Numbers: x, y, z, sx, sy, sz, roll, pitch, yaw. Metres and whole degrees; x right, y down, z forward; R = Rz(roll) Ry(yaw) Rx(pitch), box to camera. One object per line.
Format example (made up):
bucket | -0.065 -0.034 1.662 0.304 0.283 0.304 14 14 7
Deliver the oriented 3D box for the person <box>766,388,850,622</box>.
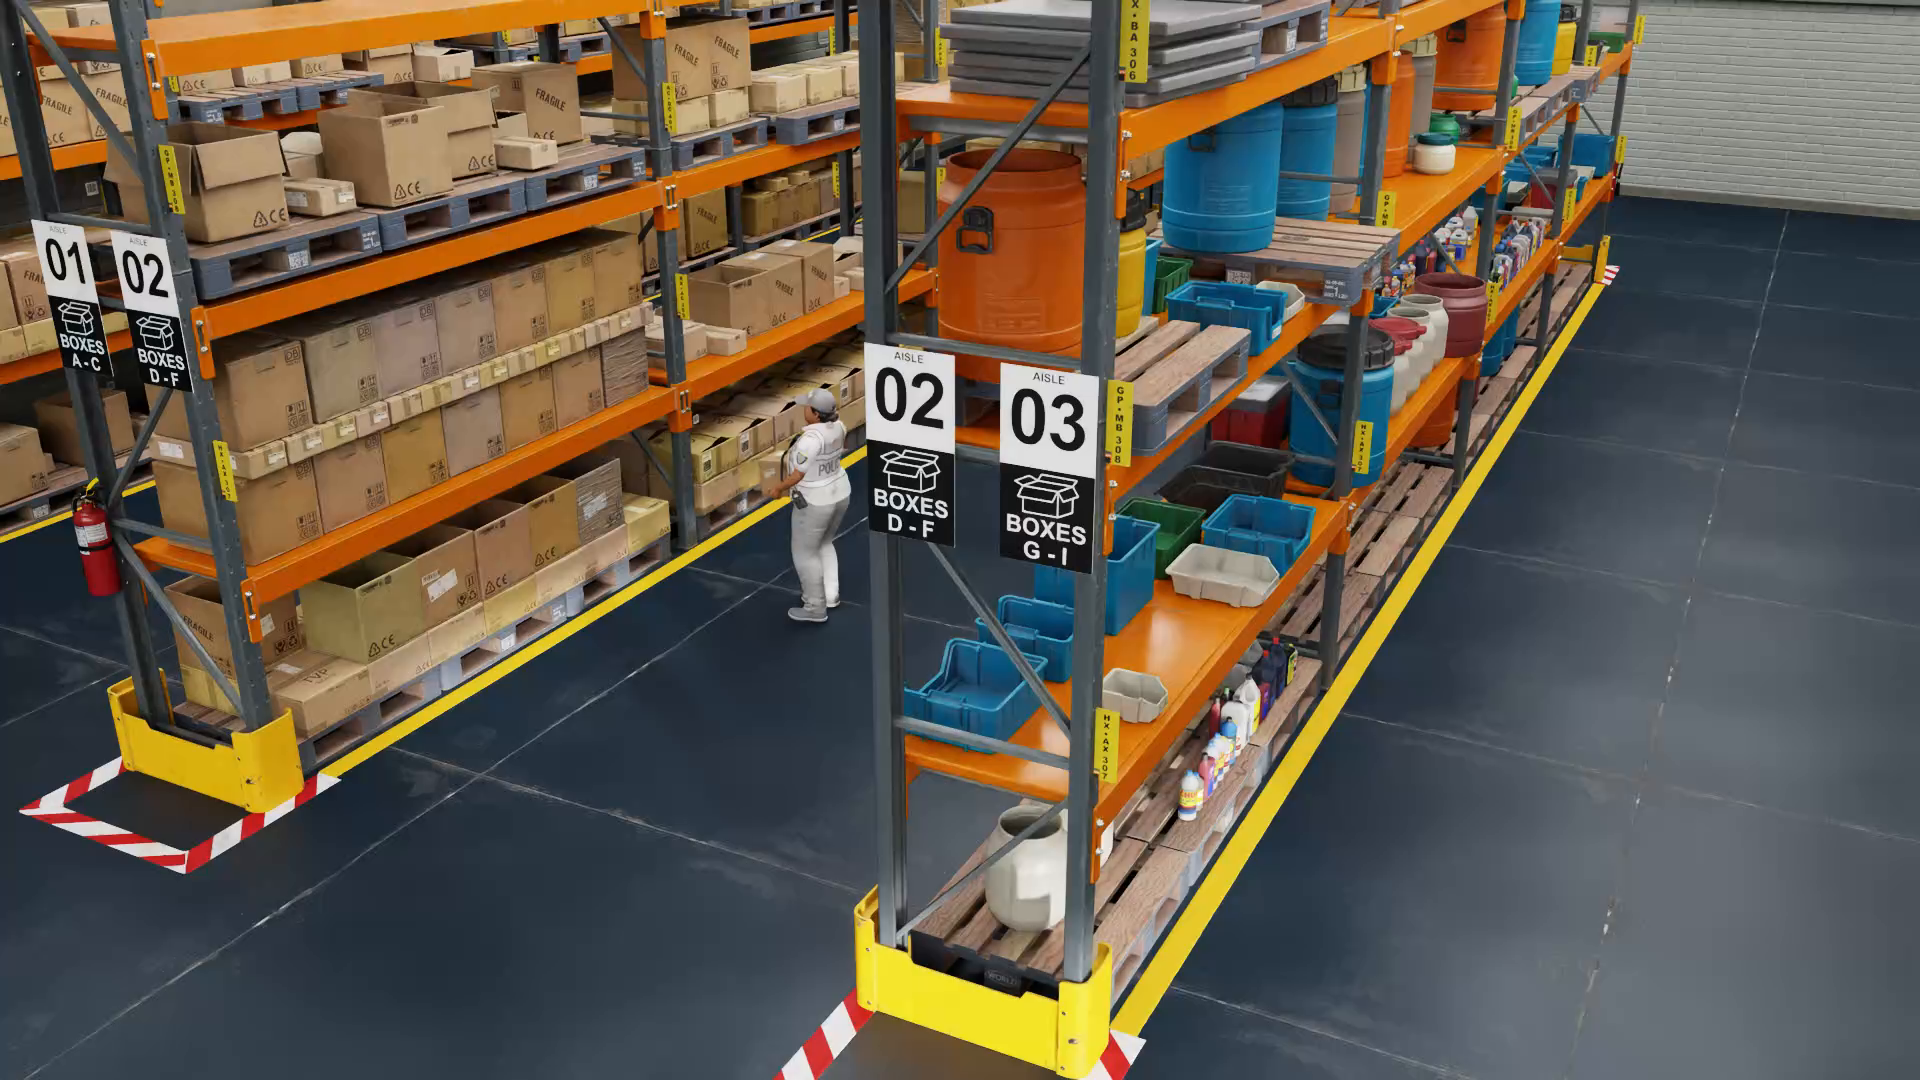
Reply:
person | -1.037 -0.267 11.367 0.515 1.653 0.447 11 25 25
